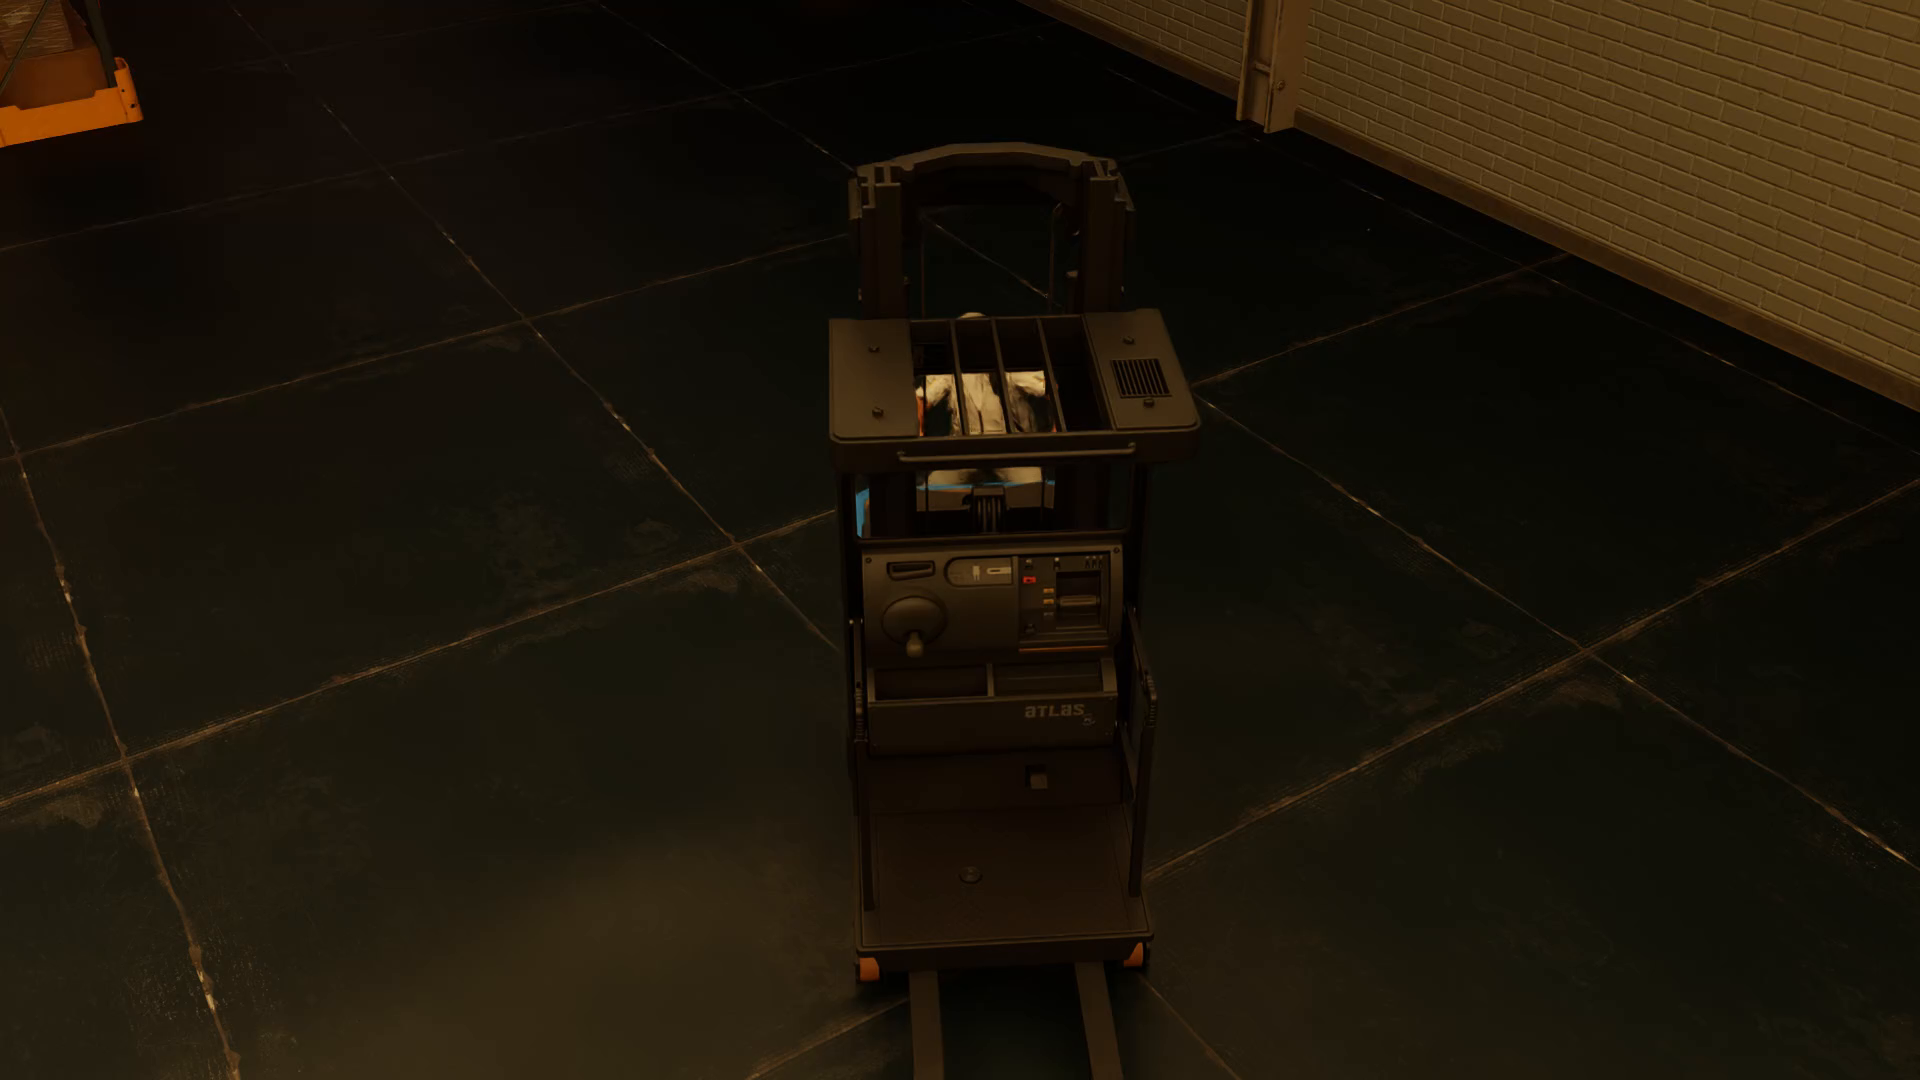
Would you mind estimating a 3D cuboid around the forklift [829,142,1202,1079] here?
[{"bbox_3d":[0.135,0.276,5.755,1.130,2.935,3.031,-2,35,-3],"label":"forklift"}]

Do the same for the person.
[{"bbox_3d":[0.088,-0.393,7.995,0.957,1.451,0.737,10,36,14],"label":"person"}]
